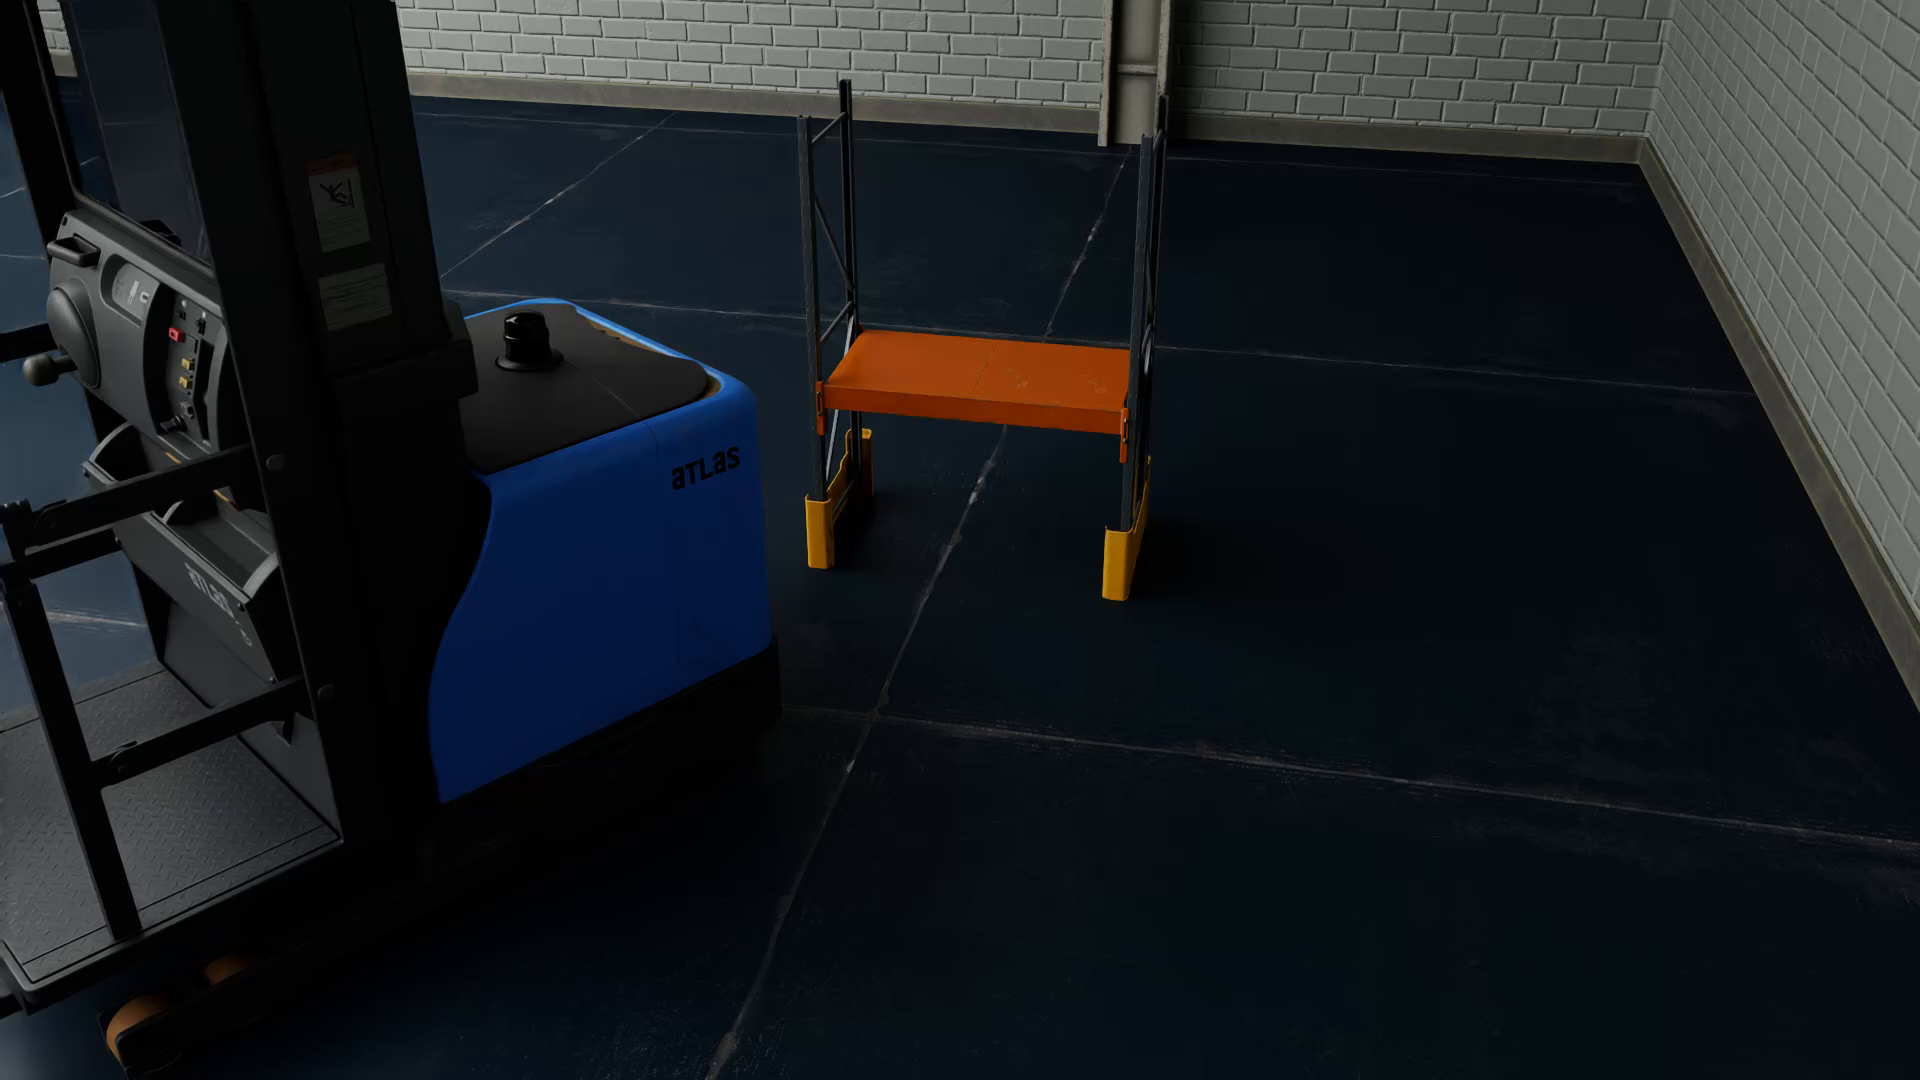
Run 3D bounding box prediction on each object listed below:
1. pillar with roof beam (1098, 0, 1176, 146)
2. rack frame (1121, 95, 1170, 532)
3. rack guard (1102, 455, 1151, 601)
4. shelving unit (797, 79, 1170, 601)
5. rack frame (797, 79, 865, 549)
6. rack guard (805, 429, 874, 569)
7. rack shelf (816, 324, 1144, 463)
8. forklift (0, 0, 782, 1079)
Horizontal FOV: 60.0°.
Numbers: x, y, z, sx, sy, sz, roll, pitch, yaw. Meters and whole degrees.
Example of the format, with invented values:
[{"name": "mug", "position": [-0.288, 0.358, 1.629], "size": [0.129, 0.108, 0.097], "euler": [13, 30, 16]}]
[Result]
[{"name": "pillar with roof beam", "position": [0.168, -4.383, 4.384], "size": [0.400, 9.000, 9.100], "euler": [6, 29, 11]}, {"name": "rack frame", "position": [0.581, -0.598, 5.281], "size": [0.032, 1.500, 0.500], "euler": [6, 29, 11]}, {"name": "rack guard", "position": [0.562, -0.052, 5.585], "size": [0.087, 0.250, 0.587], "euler": [6, 29, 11]}, {"name": "shelving unit", "position": [0.075, -0.650, 5.376], "size": [1.083, 1.500, 0.587], "euler": [6, 29, 11]}, {"name": "rack frame", "position": [-0.414, -0.700, 5.467], "size": [0.032, 1.500, 0.500], "euler": [6, 29, 11]}, {"name": "rack guard", "position": [-0.412, -0.152, 5.767], "size": [0.087, 0.250, 0.587], "euler": [6, 29, 11]}, {"name": "rack shelf", "position": [0.083, -0.492, 5.461], "size": [1.000, 0.185, 0.538], "euler": [6, 29, 11]}, {"name": "forklift", "position": [-1.911, -0.406, 3.439], "size": [3.031, 2.935, 1.130], "euler": [-25, 37, -38]}]
